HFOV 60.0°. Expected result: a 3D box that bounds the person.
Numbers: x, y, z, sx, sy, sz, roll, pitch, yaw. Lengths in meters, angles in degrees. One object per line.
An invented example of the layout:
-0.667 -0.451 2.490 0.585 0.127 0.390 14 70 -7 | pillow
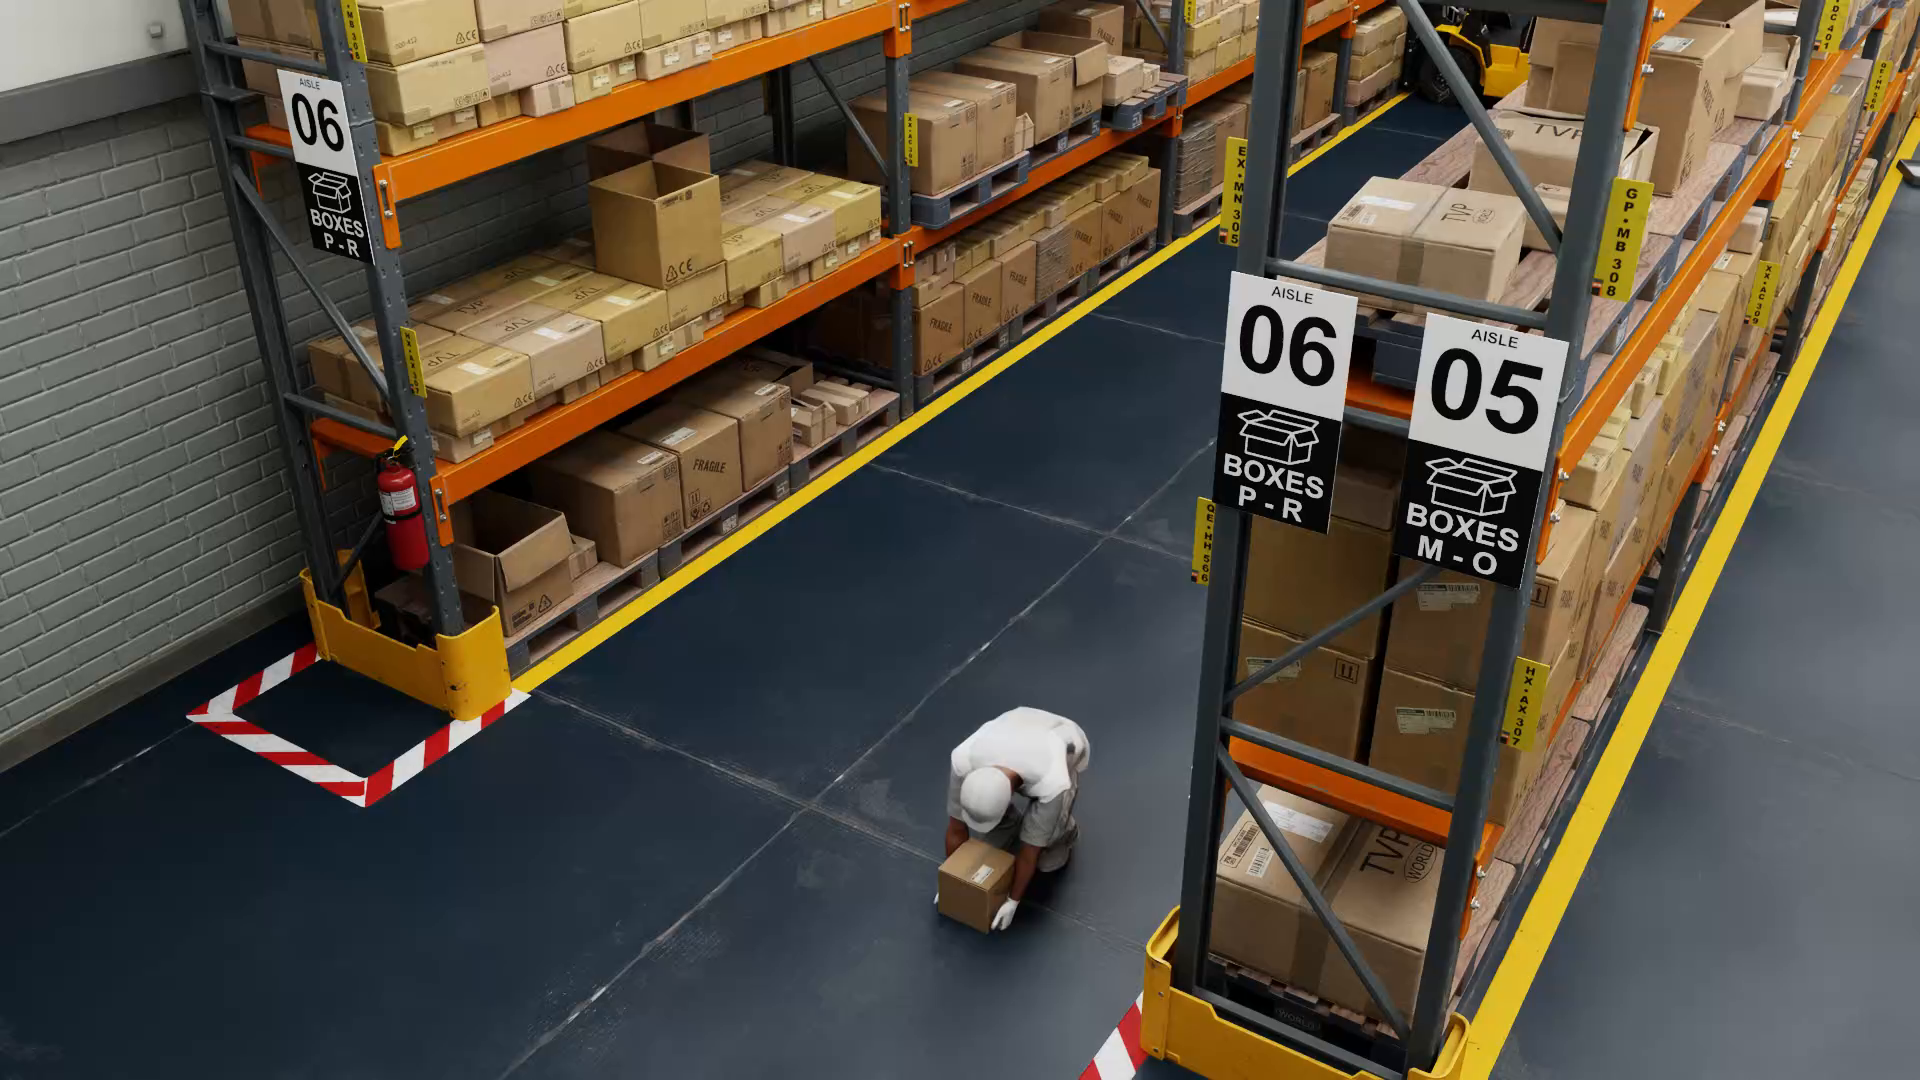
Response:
0.256 1.159 7.255 0.561 0.876 0.947 16 34 25 | person
